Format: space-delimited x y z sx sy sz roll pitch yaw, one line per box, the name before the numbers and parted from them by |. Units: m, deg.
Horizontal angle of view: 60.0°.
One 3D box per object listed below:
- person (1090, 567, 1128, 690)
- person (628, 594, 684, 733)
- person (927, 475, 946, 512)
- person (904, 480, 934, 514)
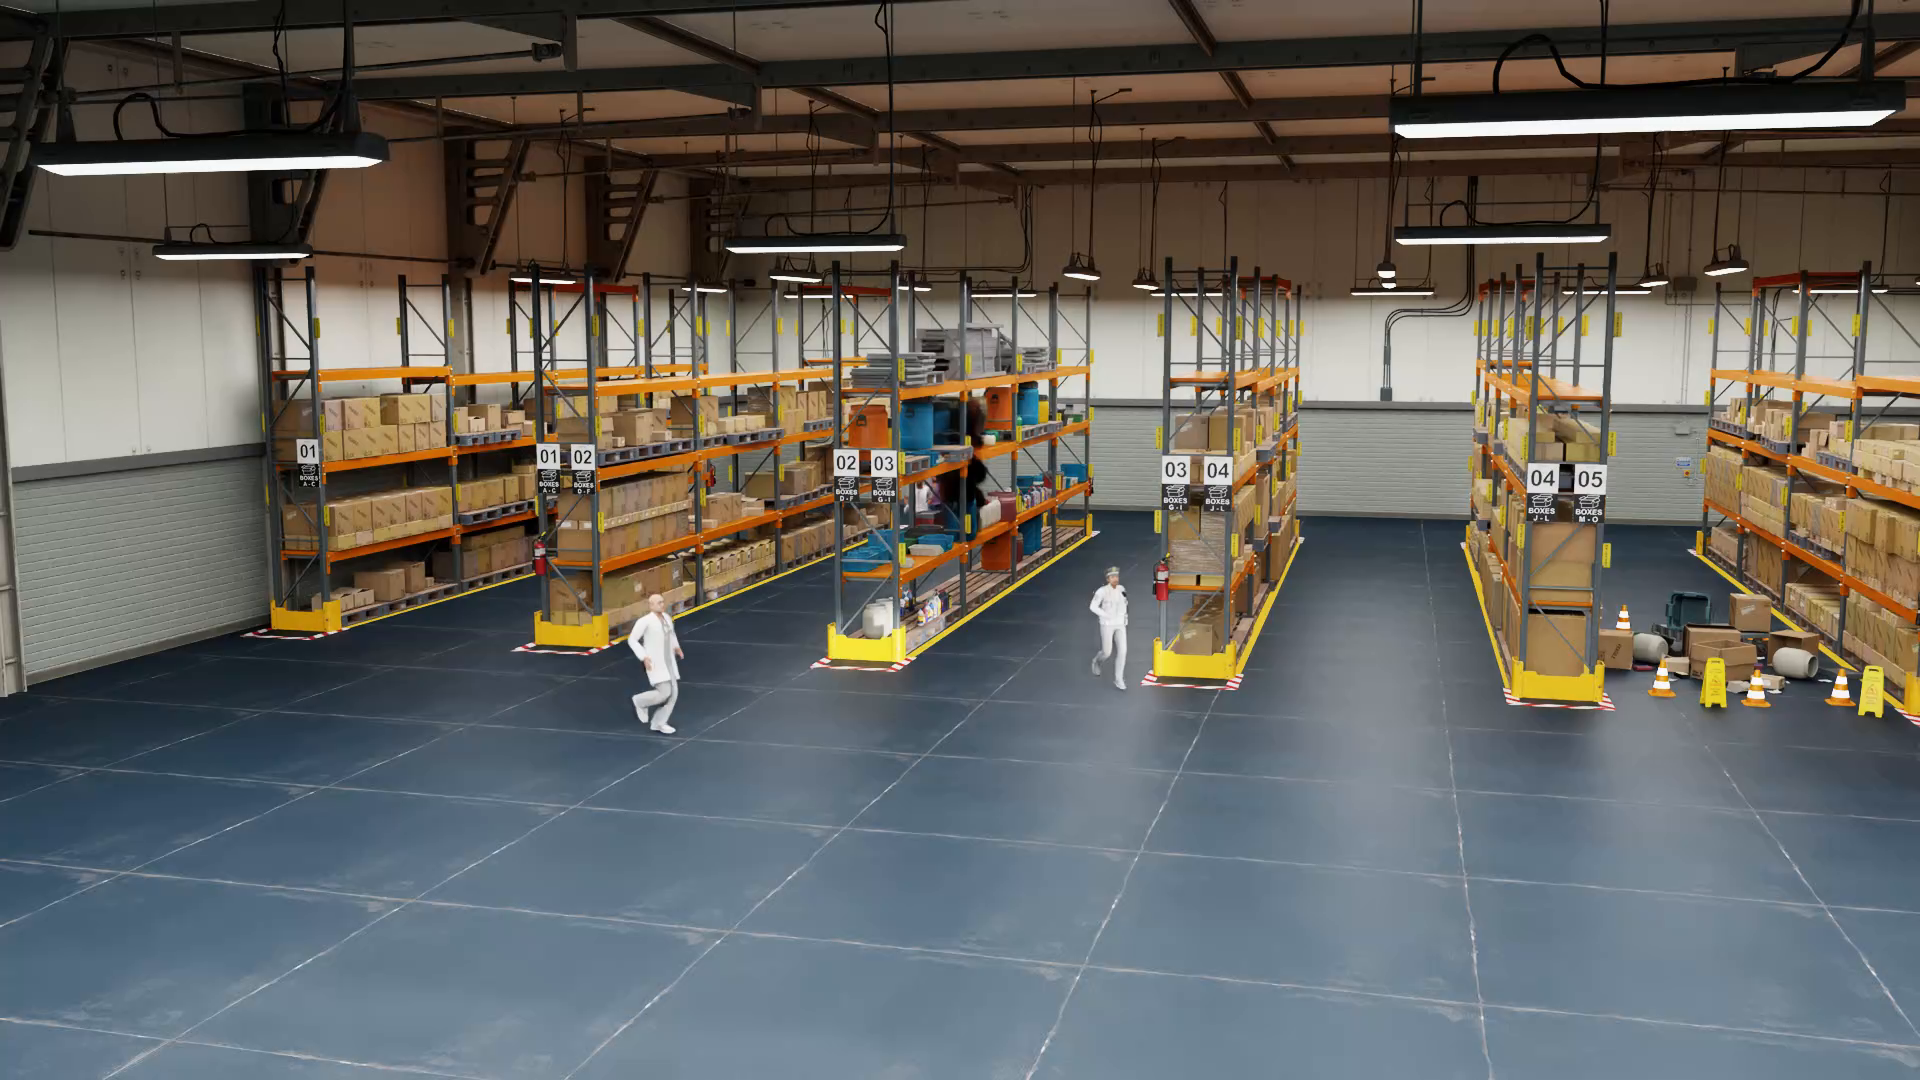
person | 2.120 1.209 23.426 0.631 1.710 0.777 -3 8 -23
person | -3.758 1.535 20.683 0.635 1.734 0.714 5 9 34
person | -0.590 -0.862 40.456 0.582 1.516 0.517 0 7 1
person | -0.940 -0.640 37.711 0.683 1.734 0.592 0 7 -1
